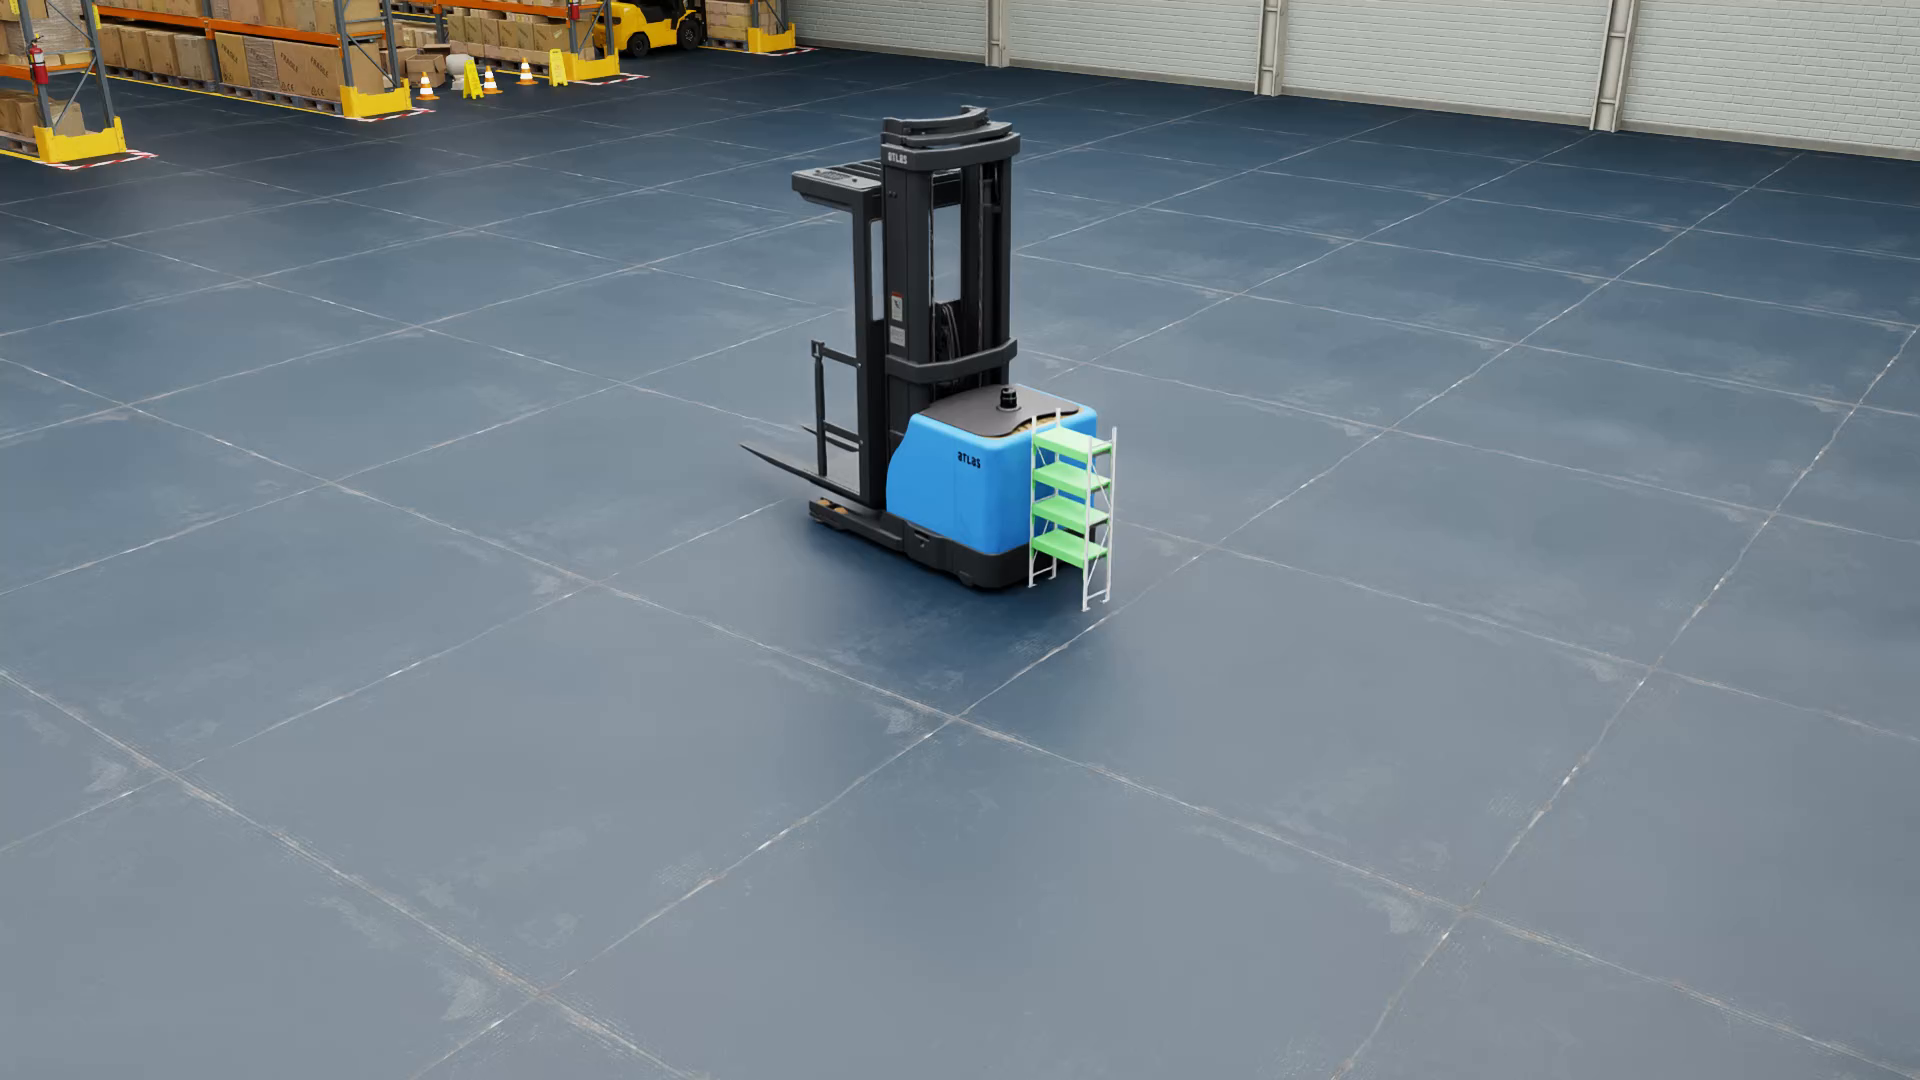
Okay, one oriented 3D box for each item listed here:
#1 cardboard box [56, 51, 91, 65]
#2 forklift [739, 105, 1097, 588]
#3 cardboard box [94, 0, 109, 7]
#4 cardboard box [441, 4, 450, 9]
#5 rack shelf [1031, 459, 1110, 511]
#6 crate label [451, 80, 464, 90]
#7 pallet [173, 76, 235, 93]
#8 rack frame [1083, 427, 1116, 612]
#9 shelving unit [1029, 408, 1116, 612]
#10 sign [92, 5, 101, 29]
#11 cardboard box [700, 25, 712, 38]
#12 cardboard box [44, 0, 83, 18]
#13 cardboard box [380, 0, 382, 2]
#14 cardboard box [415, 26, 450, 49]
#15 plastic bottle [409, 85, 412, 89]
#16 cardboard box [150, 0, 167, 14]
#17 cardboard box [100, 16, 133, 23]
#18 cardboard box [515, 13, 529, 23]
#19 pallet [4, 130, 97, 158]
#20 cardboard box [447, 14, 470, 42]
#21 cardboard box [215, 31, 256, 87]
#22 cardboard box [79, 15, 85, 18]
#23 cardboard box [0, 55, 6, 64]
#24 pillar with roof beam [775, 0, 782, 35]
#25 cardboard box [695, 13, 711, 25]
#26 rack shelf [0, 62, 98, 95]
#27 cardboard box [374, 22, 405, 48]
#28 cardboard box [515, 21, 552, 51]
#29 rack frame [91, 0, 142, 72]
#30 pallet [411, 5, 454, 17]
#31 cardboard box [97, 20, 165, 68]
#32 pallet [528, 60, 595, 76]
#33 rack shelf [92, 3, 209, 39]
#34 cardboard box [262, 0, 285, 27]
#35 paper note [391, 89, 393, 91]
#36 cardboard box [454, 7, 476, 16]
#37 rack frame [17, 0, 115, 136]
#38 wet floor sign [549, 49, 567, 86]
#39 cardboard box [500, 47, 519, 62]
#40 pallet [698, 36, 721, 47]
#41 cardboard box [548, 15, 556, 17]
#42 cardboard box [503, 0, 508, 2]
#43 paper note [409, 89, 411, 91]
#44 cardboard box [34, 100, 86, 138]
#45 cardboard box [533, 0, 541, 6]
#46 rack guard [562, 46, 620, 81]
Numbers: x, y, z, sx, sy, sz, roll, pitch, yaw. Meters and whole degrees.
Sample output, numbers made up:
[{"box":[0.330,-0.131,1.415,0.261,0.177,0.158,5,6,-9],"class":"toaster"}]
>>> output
[{"box":[-13.032,-7.090,24.432,0.250,0.149,0.380,17,29,33],"class":"cardboard box"},{"box":[-0.441,-1.532,11.593,1.130,2.935,3.031,-21,31,-39],"class":"forklift"},{"box":[-16.095,-10.419,31.554,0.500,0.500,0.500,17,29,34],"class":"cardboard box"},{"box":[-12.550,-13.371,40.957,0.500,0.500,0.500,16,28,32],"class":"cardboard box"},{"box":[0.717,-0.355,10.631,0.258,0.148,0.480,-21,31,-39],"class":"rack shelf"},{"box":[-9.181,-8.364,30.563,0.298,0.136,0.250,3,24,6],"class":"crate label"},{"box":[-13.754,-8.488,30.753,1.213,0.211,1.003,17,29,33],"class":"pallet"},{"box":[0.883,-0.122,10.539,0.240,1.200,0.015,-21,31,-39],"class":"rack frame"},{"box":[0.717,-0.194,10.702,0.258,1.200,0.503,-21,31,-39],"class":"shelving unit"},{"box":[-12.621,-7.630,24.274,0.005,0.325,0.100,17,29,33],"class":"sign"},{"box":[-5.382,-11.051,36.002,0.500,0.250,0.500,17,29,34],"class":"cardboard box"},{"box":[-13.223,-7.919,24.270,0.500,0.500,0.500,17,29,33],"class":"cardboard box"},{"box":[-14.539,-13.828,42.283,0.258,0.266,0.396,18,30,35],"class":"cardboard box"},{"box":[-10.625,-10.339,34.234,0.625,0.372,0.950,17,29,34],"class":"cardboard box"},{"box":[-10.242,-8.334,30.590,0.283,0.061,0.133,7,25,15],"class":"plastic bottle"},{"box":[-14.478,-9.932,30.448,0.500,0.500,0.500,17,29,34],"class":"cardboard box"},{"box":[-16.699,-10.206,32.842,0.500,0.250,0.500,15,28,31],"class":"cardboard box"},{"box":[-8.334,-10.069,32.037,0.250,0.149,0.380,17,29,34],"class":"cardboard box"},{"box":[-13.636,-6.009,25.126,1.213,0.211,1.003,17,29,33],"class":"pallet"},{"box":[-9.894,-10.271,33.300,0.500,0.500,0.500,18,30,36],"class":"cardboard box"},{"box":[-12.630,-8.647,29.770,0.875,0.875,0.875,17,29,34],"class":"cardboard box"},{"box":[-17.408,-10.160,32.739,0.500,0.250,0.500,17,29,34],"class":"cardboard box"},{"box":[-13.920,-7.116,24.492,0.250,0.149,0.380,17,29,33],"class":"cardboard box"},{"box":[-6.628,-13.674,31.624,0.400,9.000,9.100,17,29,33],"class":"pillar with roof beam"},{"box":[-5.427,-11.281,35.903,0.500,0.250,0.500,16,28,32],"class":"cardboard box"},{"box":[-14.547,-7.213,25.293,4.000,0.370,1.077,17,29,33],"class":"rack shelf"},{"box":[-11.247,-9.845,32.534,0.500,0.500,0.500,17,29,33],"class":"cardboard box"},{"box":[-8.220,-9.768,32.159,0.500,0.500,0.500,18,30,35],"class":"cardboard box"},{"box":[-16.292,-10.569,32.018,0.127,3.000,1.000,17,29,33],"class":"rack frame"},{"box":[-12.958,-13.300,41.674,1.213,0.211,1.003,17,29,33],"class":"pallet"},{"box":[-15.859,-9.556,31.987,0.750,0.750,1.050,16,29,33],"class":"cardboard box"},{"box":[-7.693,-9.206,32.383,1.213,0.211,1.003,17,29,33],"class":"pallet"},{"box":[-14.692,-9.756,31.065,4.000,0.370,1.077,17,29,33],"class":"rack shelf"},{"box":[-11.490,-9.195,28.713,0.500,0.550,0.875,17,29,33],"class":"cardboard box"},{"box":[-10.393,-8.235,30.427,0.032,0.001,0.123,-10,26,-21],"class":"paper note"},{"box":[-9.830,-10.518,33.056,0.250,0.149,0.380,17,29,34],"class":"cardboard box"},{"box":[-12.947,-7.059,24.051,0.127,3.000,1.000,17,29,33],"class":"rack frame"},{"box":[-7.493,-8.788,30.894,0.267,0.644,0.232,-15,28,-30],"class":"wet floor sign"},{"box":[-8.643,-9.551,32.597,0.500,0.250,0.500,16,28,31],"class":"cardboard box"},{"box":[-5.638,-11.049,36.566,1.213,0.211,1.003,17,29,33],"class":"pallet"},{"box":[-9.412,-12.588,39.024,0.625,0.625,0.875,18,29,35],"class":"cardboard box"},{"box":[-8.642,-10.539,32.260,0.250,0.149,0.380,17,29,33],"class":"cardboard box"},{"box":[-10.094,-8.192,30.307,0.144,0.017,0.142,-15,28,-30],"class":"paper note"},{"box":[-13.436,-6.264,24.825,0.500,0.500,0.500,-20,31,-38],"class":"cardboard box"},{"box":[-7.892,-10.257,31.621,0.250,0.149,0.380,16,29,32],"class":"cardboard box"},{"box":[-7.064,-9.131,31.853,0.348,0.500,1.175,17,29,33],"class":"rack guard"}]
